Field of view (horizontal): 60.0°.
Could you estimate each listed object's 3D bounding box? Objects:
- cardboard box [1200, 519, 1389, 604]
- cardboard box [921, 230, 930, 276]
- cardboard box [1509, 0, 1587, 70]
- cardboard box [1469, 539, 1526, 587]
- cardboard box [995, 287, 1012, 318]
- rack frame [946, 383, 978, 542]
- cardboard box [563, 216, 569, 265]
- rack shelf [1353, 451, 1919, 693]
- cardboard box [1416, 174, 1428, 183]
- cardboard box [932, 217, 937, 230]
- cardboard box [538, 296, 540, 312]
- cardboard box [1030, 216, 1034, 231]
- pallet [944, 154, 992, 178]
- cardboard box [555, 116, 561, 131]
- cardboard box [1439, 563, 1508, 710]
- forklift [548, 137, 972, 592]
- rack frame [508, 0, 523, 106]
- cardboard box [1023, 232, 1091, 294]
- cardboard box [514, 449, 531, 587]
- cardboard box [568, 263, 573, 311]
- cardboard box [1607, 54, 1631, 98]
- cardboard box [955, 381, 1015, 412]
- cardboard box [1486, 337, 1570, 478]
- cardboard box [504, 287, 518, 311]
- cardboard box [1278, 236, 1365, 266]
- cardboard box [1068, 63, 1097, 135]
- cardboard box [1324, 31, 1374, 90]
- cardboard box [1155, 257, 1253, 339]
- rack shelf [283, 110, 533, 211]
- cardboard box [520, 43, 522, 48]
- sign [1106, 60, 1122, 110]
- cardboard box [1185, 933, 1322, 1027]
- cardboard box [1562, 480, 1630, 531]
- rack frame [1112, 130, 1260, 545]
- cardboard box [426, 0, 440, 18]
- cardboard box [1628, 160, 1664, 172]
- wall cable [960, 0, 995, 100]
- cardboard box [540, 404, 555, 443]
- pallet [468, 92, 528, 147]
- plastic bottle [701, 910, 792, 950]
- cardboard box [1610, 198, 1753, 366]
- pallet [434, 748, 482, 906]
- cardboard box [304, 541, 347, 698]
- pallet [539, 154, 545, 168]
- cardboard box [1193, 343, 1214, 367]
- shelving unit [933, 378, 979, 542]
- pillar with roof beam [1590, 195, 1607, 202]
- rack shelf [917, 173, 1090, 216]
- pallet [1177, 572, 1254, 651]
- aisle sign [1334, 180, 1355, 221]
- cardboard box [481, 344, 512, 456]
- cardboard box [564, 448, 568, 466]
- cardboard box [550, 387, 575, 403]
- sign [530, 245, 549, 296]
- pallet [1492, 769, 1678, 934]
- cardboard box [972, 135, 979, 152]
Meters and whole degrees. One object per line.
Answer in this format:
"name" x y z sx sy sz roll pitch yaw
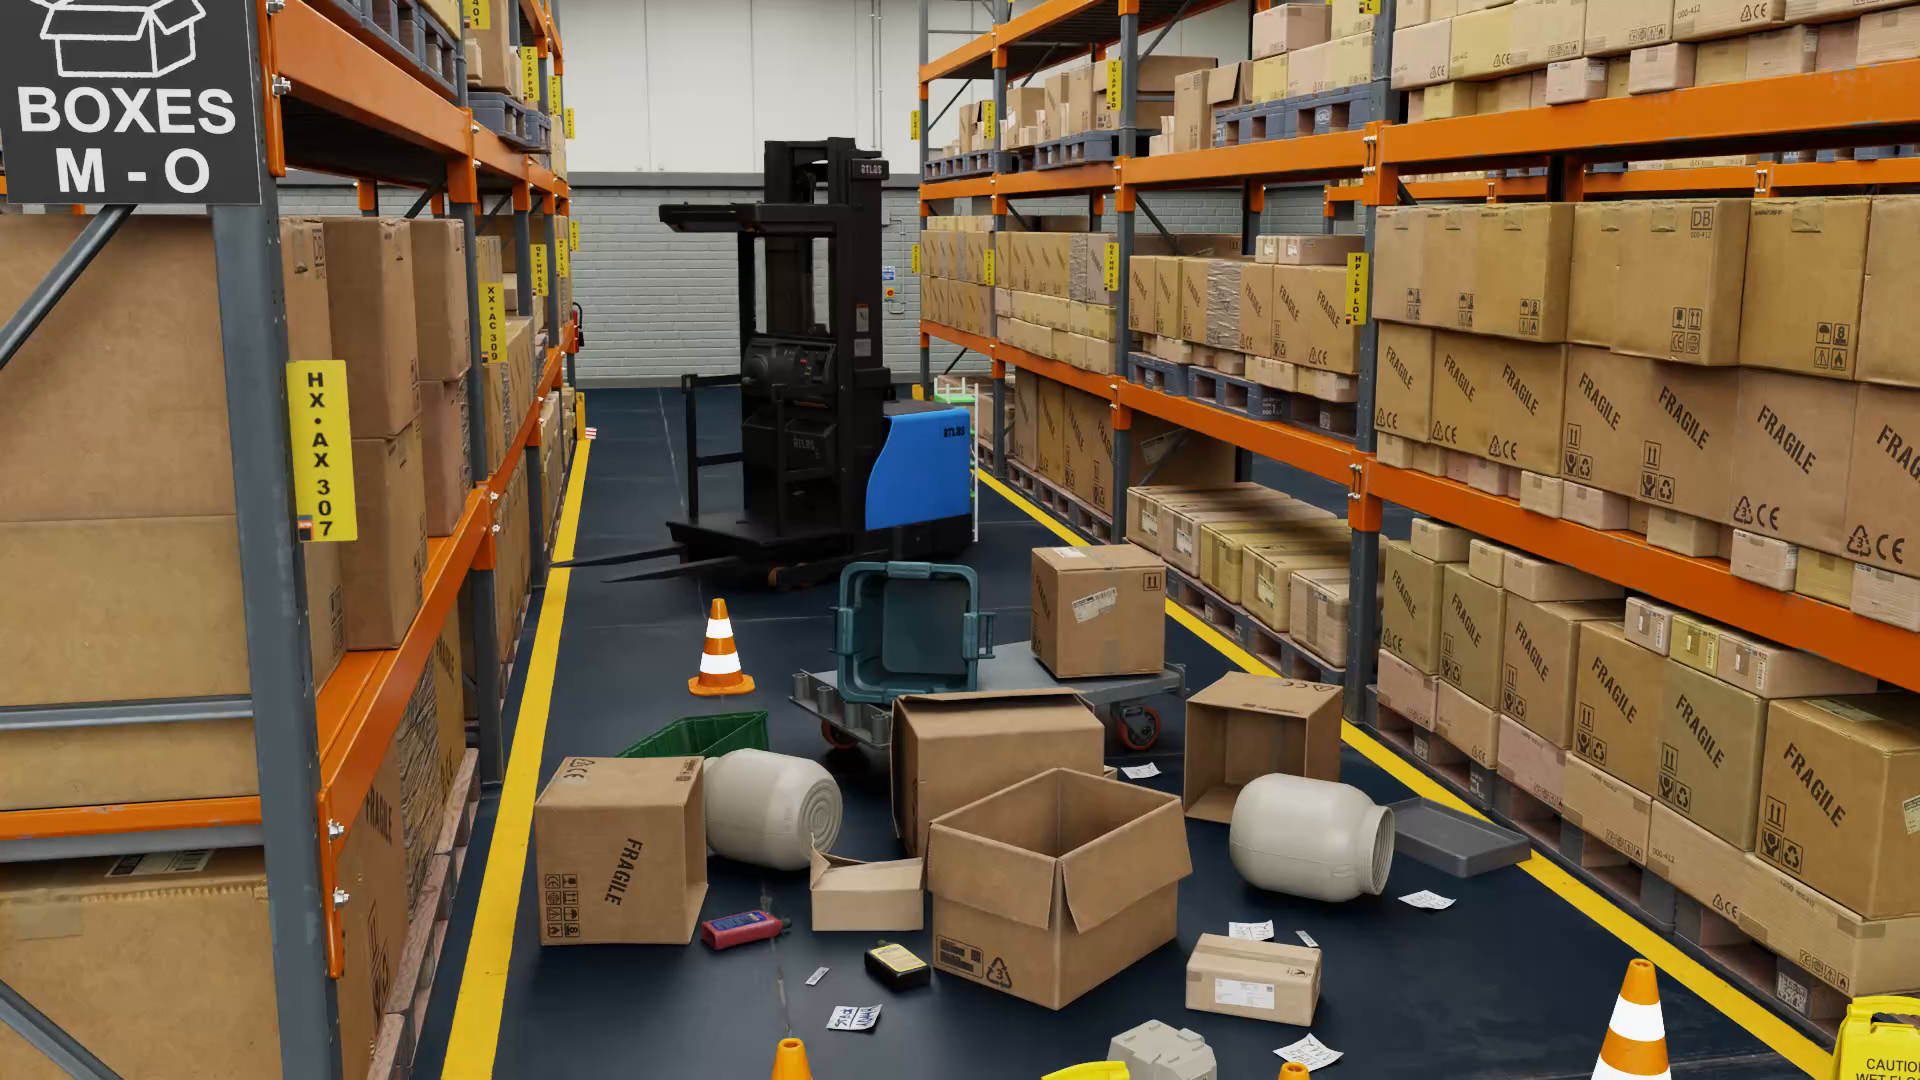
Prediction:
"cardboard box" 1.985 0.122 9.938 0.950 0.372 0.625 -2 11 -9
"cardboard box" -0.150 -3.250 18.808 0.500 0.500 0.500 -2 11 -12
"cardboard box" 2.381 -1.876 6.114 0.500 0.250 0.500 -2 11 -10
"cardboard box" 2.287 0.087 6.705 0.380 0.149 0.250 -2 11 -9
"cardboard box" 0.623 -2.156 15.063 0.500 0.250 0.500 -2 11 -13
"rack frame" 0.015 -0.575 12.509 0.240 1.200 0.015 -2 11 -11
"cardboard box" -4.259 -3.033 16.873 0.500 0.500 0.500 -2 11 -8
"rack shelf" 2.758 0.113 6.005 1.077 0.370 4.000 -2 11 -11
"cardboard box" 5.112 -3.897 17.798 0.380 0.149 0.250 -2 11 -10
"cardboard box" -0.108 -3.495 18.358 0.380 0.149 0.250 -2 11 -9
"cardboard box" -3.653 -1.945 13.648 0.380 0.149 0.250 -2 11 -9
"cardboard box" 0.497 -3.031 15.921 0.380 0.149 0.250 -2 11 -10
"pallet" 0.431 -3.878 17.265 1.003 0.211 1.213 -2 11 -11
"cardboard box" -4.287 -4.260 17.033 0.380 0.149 0.250 -2 11 -10
"cardboard box" 2.335 0.385 6.879 0.500 0.500 0.500 -2 11 -9
"forklift" -1.319 -1.208 11.203 3.031 2.935 1.130 -10 15 -43
"rack frame" -3.244 -4.089 10.115 1.000 3.000 0.127 -2 11 -11
"cardboard box" 0.838 -2.339 14.023 0.500 0.500 0.500 -2 11 -12
"cardboard box" -3.214 -0.129 10.243 1.050 0.750 0.750 -2 11 -12
"cardboard box" -4.460 -2.732 17.964 0.500 0.500 0.500 -2 11 -10
"cardboard box" 2.489 -1.608 5.772 0.380 0.149 0.250 -2 11 -11
"cardboard box" 0.448 -1.471 18.131 0.875 0.438 0.875 -2 11 -9
"cardboard box" 2.387 -0.528 6.385 0.500 0.500 0.500 -2 11 -11
"cardboard box" -3.145 -1.610 11.091 0.380 0.149 0.250 -2 11 -11
"cardboard box" 1.911 -1.530 8.791 0.380 0.149 0.250 -2 11 -13
"cardboard box" 1.213 -3.245 12.308 0.700 0.500 0.500 -3 11 -14
"cardboard box" 2.114 -2.315 8.094 0.500 0.250 0.500 -2 11 -12
"cardboard box" 1.560 -1.556 10.664 0.500 0.500 0.500 -2 11 -8
"rack shelf" -2.855 -1.896 8.536 1.077 0.370 4.000 -2 11 -11
"cardboard box" -3.153 -3.220 11.254 0.396 0.266 0.258 -2 11 -11
"sign" 1.046 -3.089 11.285 0.100 0.325 0.005 -2 11 -11
"cardboard box" 0.911 1.360 5.153 0.380 0.149 0.250 4 11 18
"cardboard box" 2.432 -0.134 6.052 0.380 0.149 0.250 -2 11 -11
"rack frame" 1.592 -1.341 11.719 1.000 3.000 0.127 -2 11 -11
"cardboard box" -1.931 -1.819 5.488 0.380 0.149 0.250 -2 11 -11
"cardboard box" 5.926 -3.191 13.819 0.500 0.250 0.500 -2 11 -11
"wall cable" -0.609 -6.815 24.436 2.355 3.000 0.029 -2 11 -11
"cardboard box" -3.426 -0.904 12.981 0.500 0.250 0.500 -3 11 -14
"pallet" -2.847 -2.202 8.726 1.003 0.211 1.213 -2 11 -8
"plastic bottle" -0.720 1.313 5.633 0.283 0.061 0.133 -6 13 -31
"cardboard box" 2.543 -0.829 5.291 0.700 0.500 0.500 -2 11 -12
"pallet" -2.395 1.103 6.335 1.003 0.211 1.213 -2 11 -11
"cardboard box" -1.933 0.085 3.828 0.875 0.550 0.550 -2 11 -11
"pallet" -3.802 -2.950 12.654 1.213 0.211 1.003 -2 11 -11
"cardboard box" 1.659 -1.160 10.317 0.380 0.149 0.250 -1 11 -8
"shelving unit" -0.032 -0.620 12.744 0.258 1.200 0.503 -2 11 -11
"pillar with roof beam" 2.208 -5.207 15.985 9.100 9.000 0.400 -2 11 -11
"rack shelf" 0.425 -3.562 17.288 1.077 0.370 4.000 -2 11 -11
"pallet" 1.976 0.396 10.054 1.003 0.211 1.213 -2 11 -11
"aisle sign" 4.602 -4.268 20.147 0.394 0.787 0.004 -2 11 -11
"cardboard box" -2.404 -0.657 7.857 0.500 0.500 0.500 -2 11 -11
"cardboard box" -3.778 -0.760 15.170 0.380 0.149 0.250 -3 11 -13
"cardboard box" -4.281 -1.529 17.617 0.380 0.149 0.250 -2 11 -12
"sign" -2.701 -1.732 10.677 0.100 0.325 0.005 -2 11 -11
"pallet" 2.776 1.109 6.307 1.003 0.211 1.213 -2 11 -11
"cardboard box" 0.324 -3.834 16.077 0.380 0.149 0.250 -2 11 -10
